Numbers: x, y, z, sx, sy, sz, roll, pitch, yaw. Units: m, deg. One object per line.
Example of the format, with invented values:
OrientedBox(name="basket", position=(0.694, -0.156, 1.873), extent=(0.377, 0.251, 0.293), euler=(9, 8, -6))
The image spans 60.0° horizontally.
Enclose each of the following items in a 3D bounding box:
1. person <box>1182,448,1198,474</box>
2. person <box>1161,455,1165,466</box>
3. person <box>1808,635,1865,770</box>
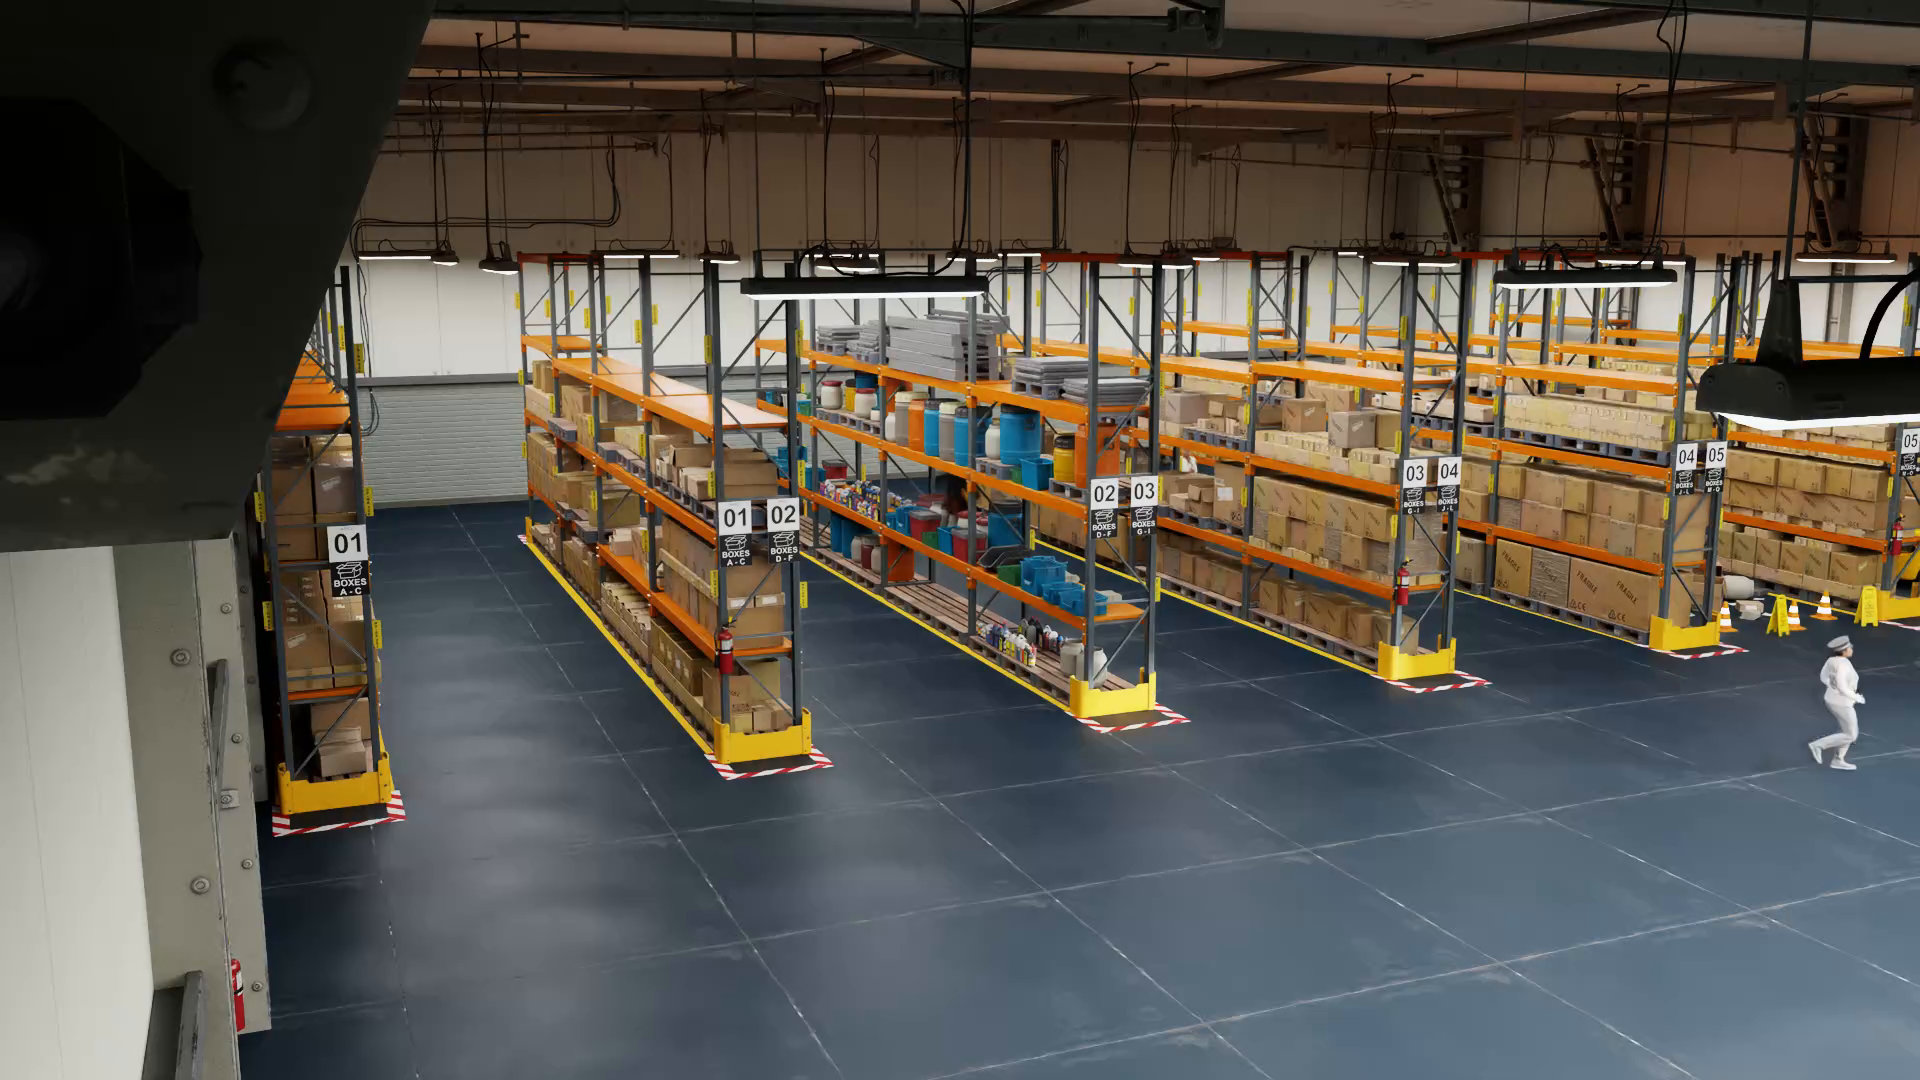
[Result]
OrientedBox(name="person", position=(4.937, -1.148, 36.354), extent=(0.677, 1.846, 0.866), euler=(-3, 11, -16))
OrientedBox(name="person", position=(4.976, -2.036, 41.590), extent=(0.801, 1.712, 0.698), euler=(-5, 11, -25))
OrientedBox(name="person", position=(10.455, 1.939, 19.852), extent=(0.596, 1.648, 0.617), euler=(1, 10, 7))
